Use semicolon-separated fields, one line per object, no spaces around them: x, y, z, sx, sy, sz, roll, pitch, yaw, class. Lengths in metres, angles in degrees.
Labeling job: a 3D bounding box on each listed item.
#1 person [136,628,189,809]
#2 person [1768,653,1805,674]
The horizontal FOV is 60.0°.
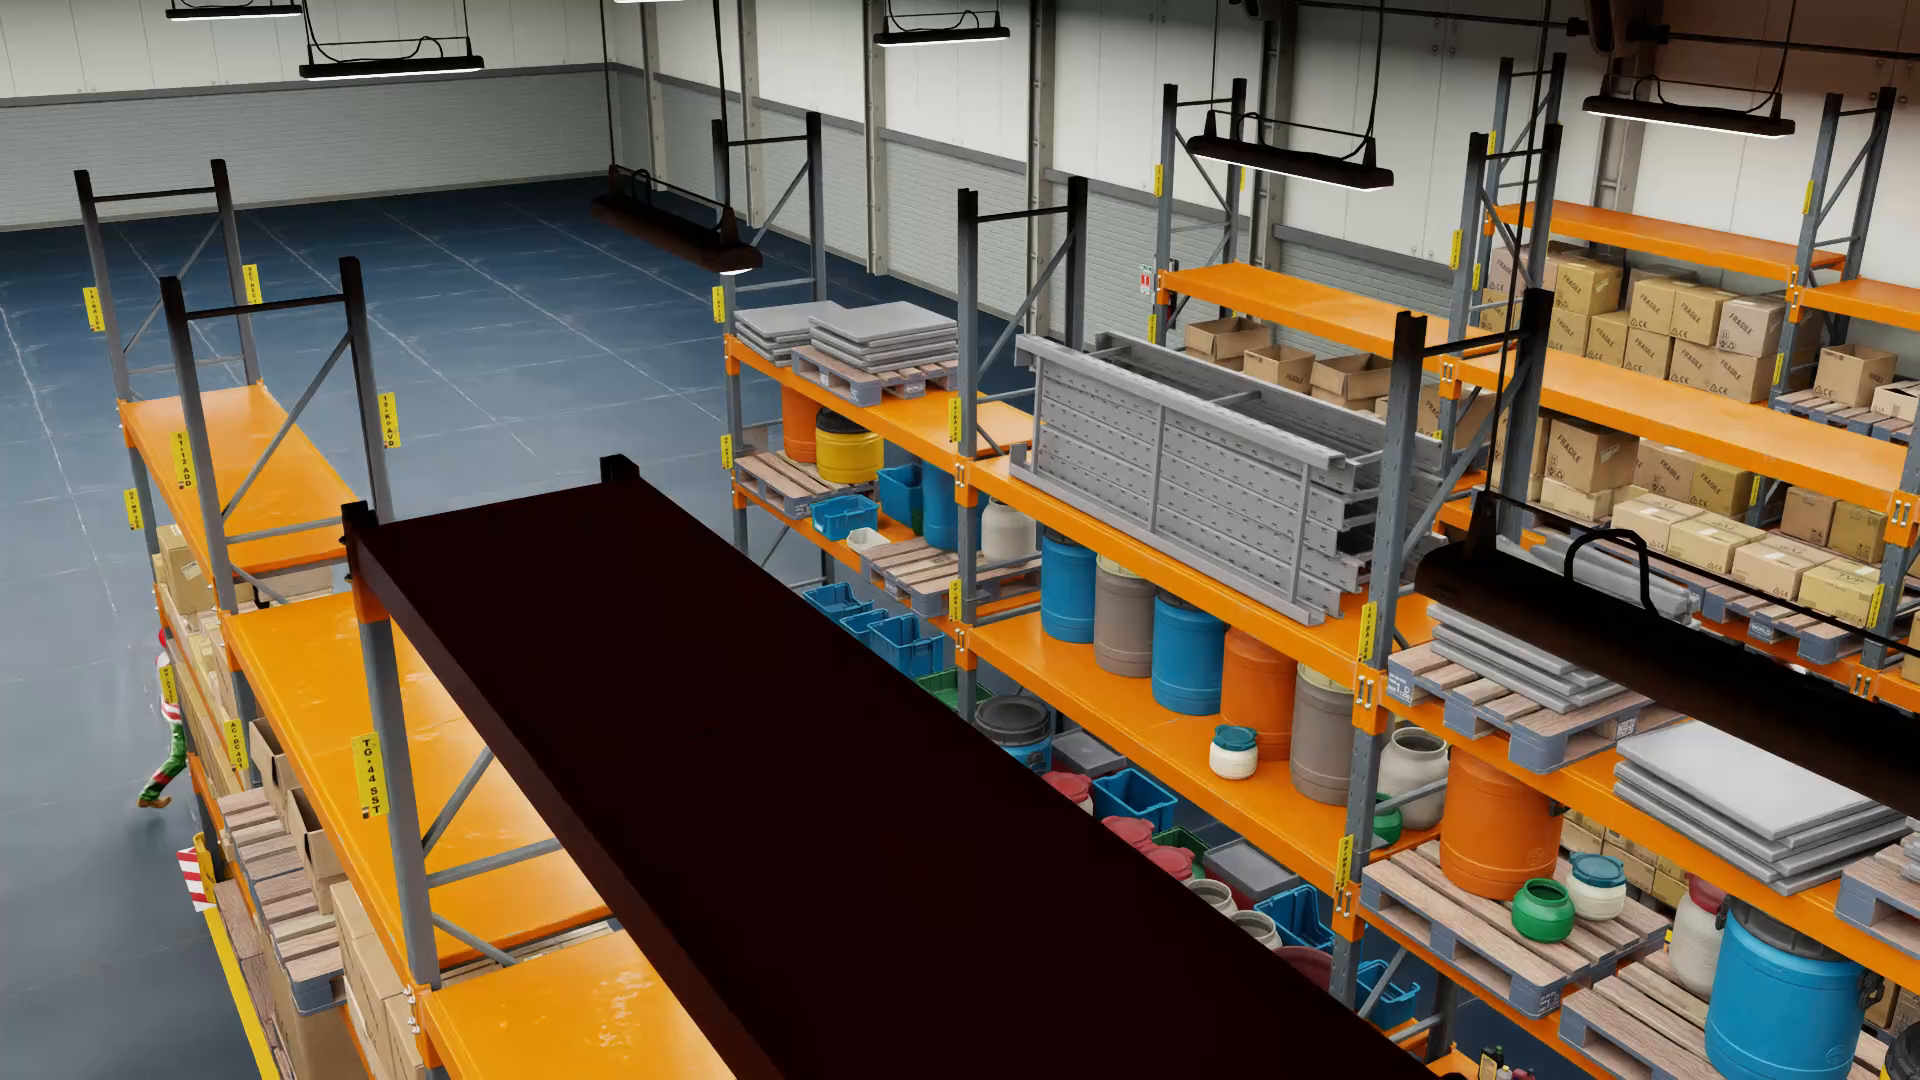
-7.054;1.595;15.063;1.034;1.754;0.603;-17;27;-36;person
7.196;1.624;14.941;0.647;1.715;1.054;-15;27;-33;person
